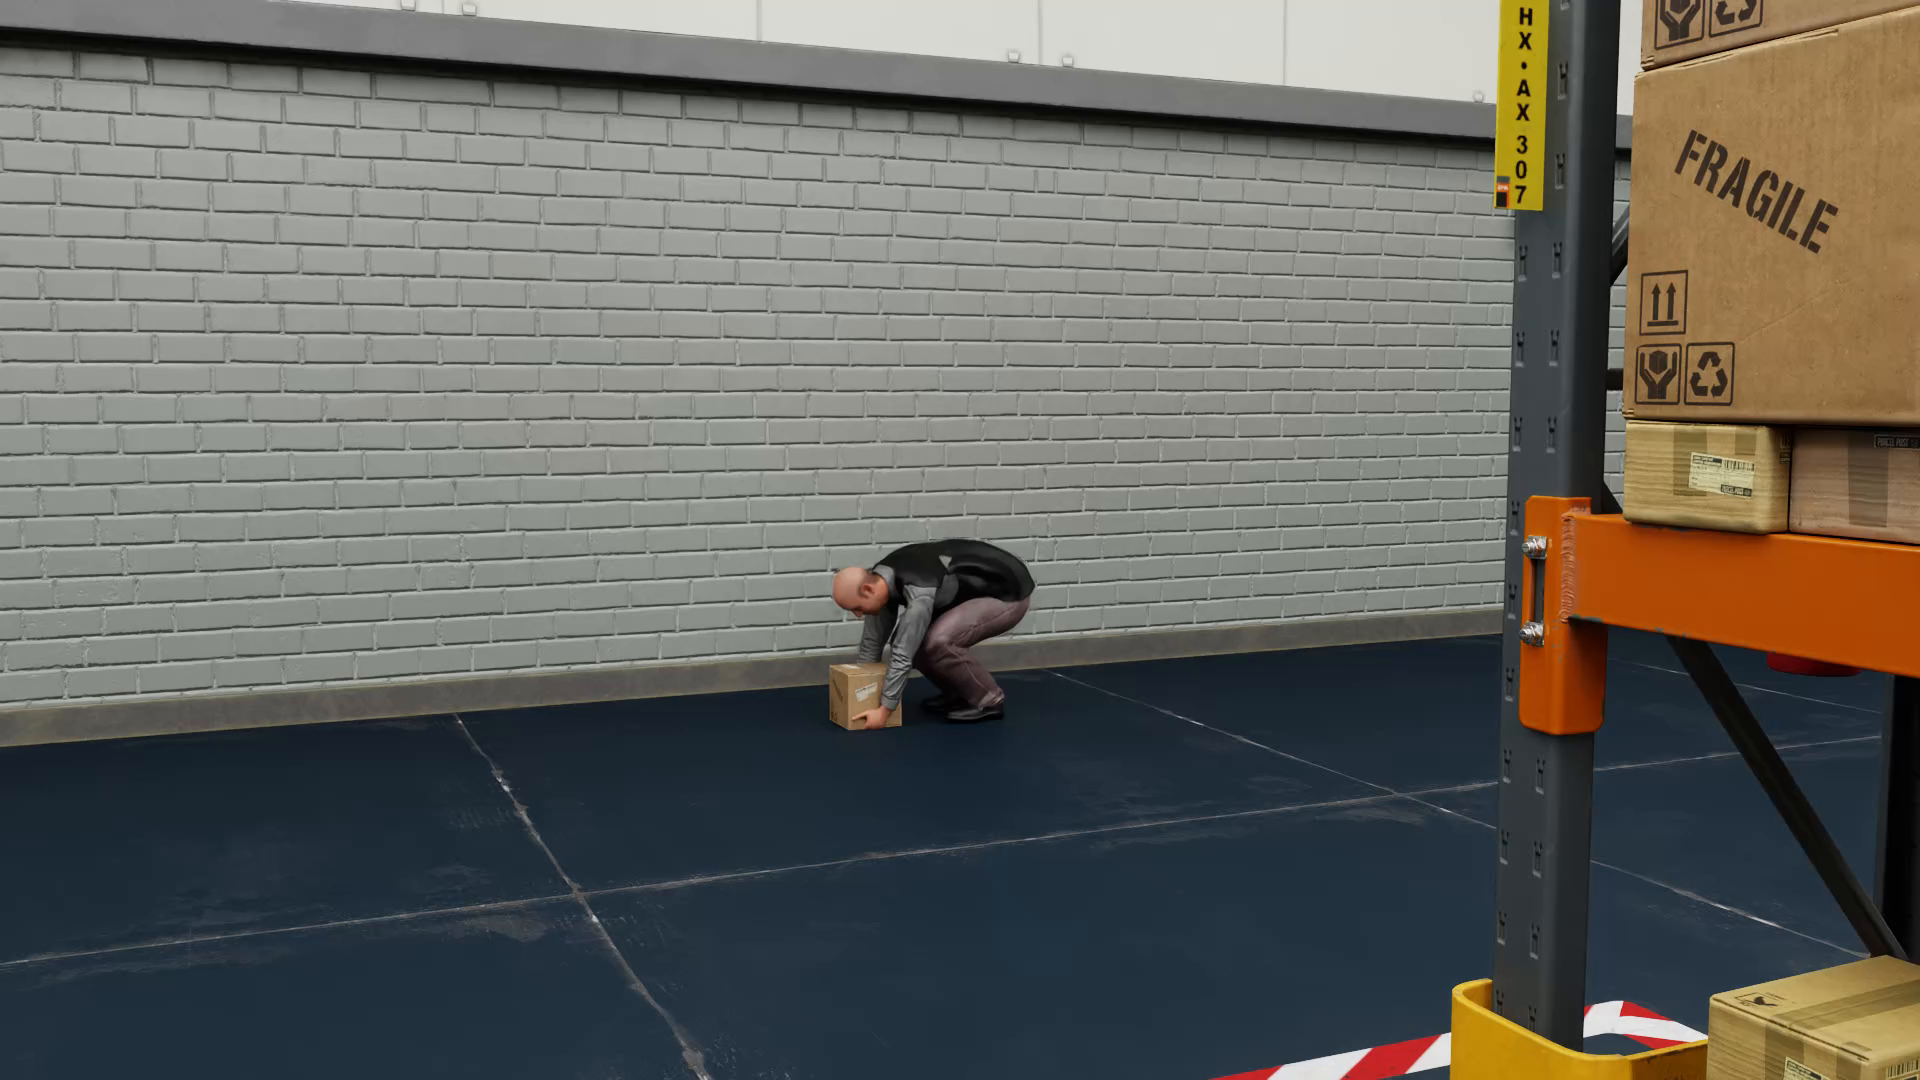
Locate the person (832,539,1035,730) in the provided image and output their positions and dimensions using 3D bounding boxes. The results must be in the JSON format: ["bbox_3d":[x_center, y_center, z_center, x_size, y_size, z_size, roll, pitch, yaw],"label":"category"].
[{"bbox_3d":[-0.137,0.428,7.480,0.935,0.794,0.508,-3,6,-25],"label":"person"}]
